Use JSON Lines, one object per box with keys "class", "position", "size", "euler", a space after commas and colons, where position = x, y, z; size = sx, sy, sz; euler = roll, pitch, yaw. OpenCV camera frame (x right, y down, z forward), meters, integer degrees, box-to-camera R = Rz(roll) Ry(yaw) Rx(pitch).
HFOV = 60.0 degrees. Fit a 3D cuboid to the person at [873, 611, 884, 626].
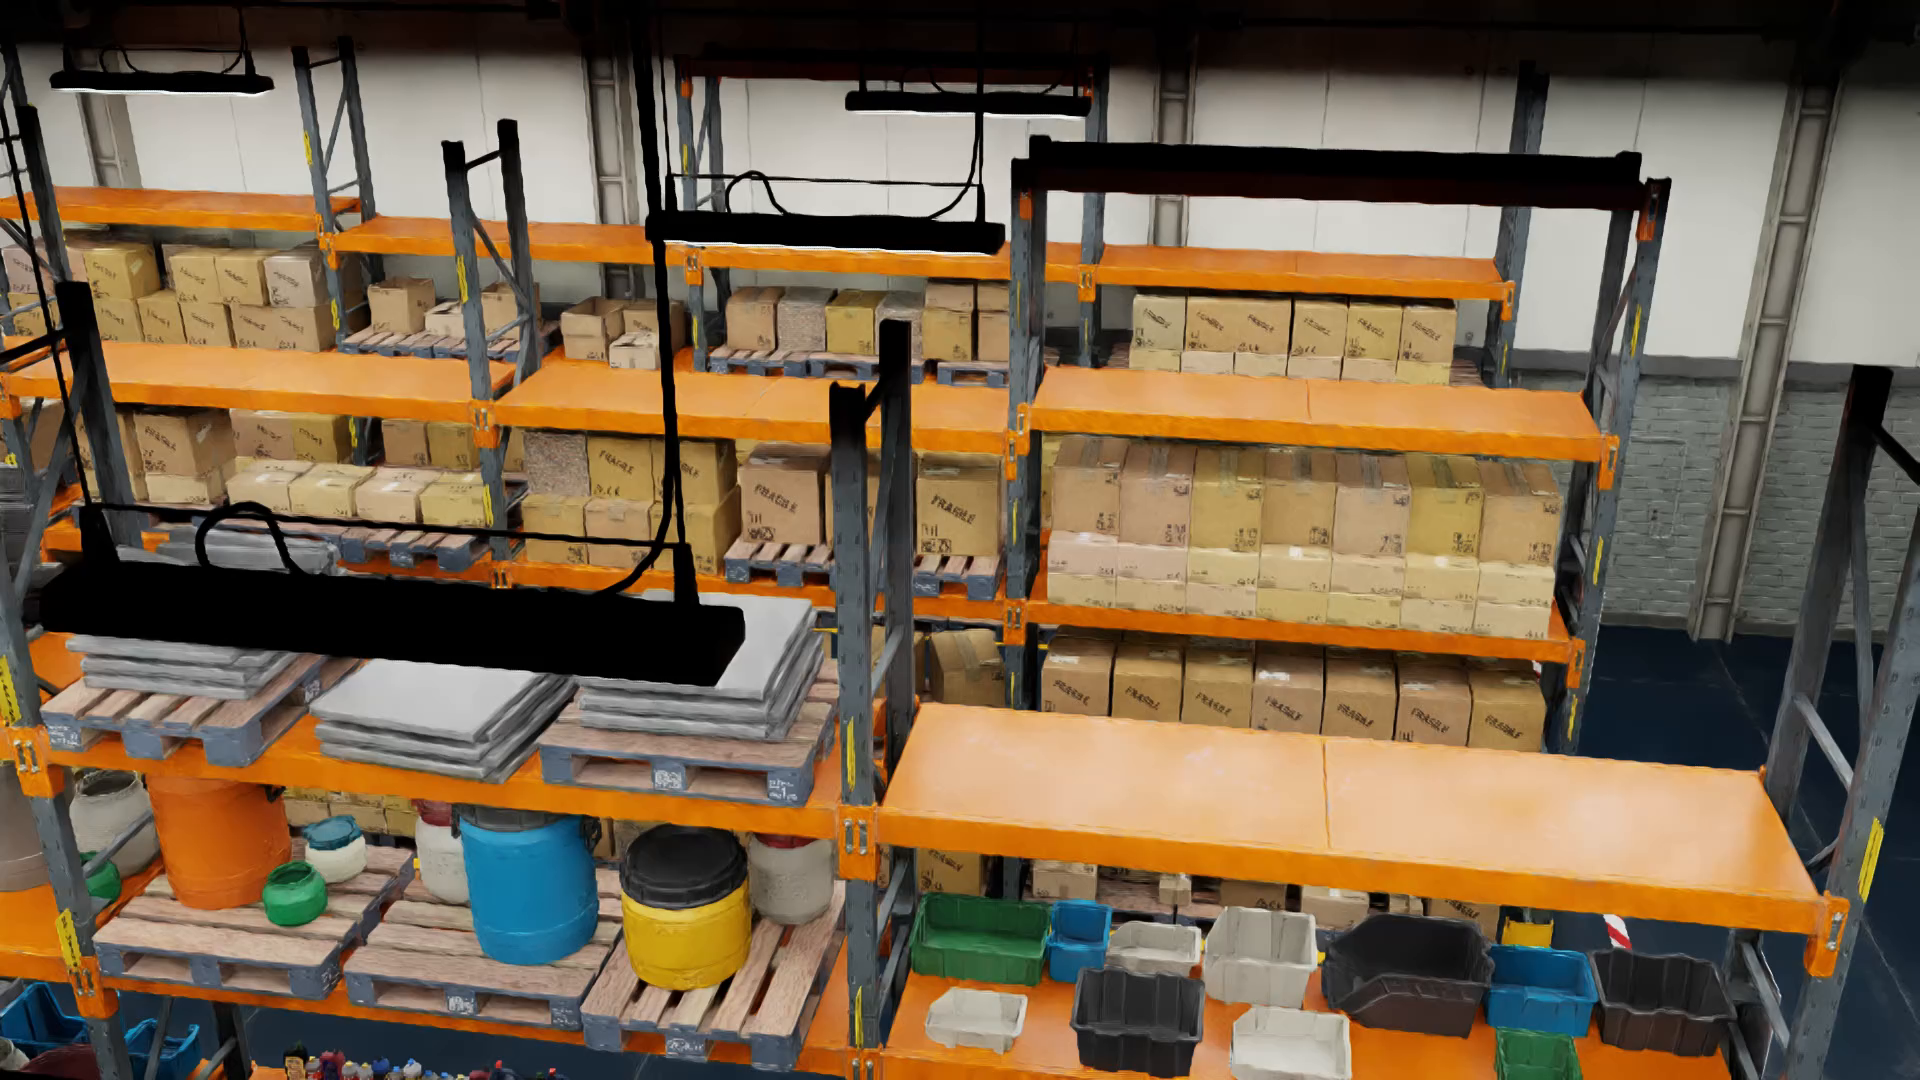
{"class": "person", "position": [-0.767, 1.339, 15.124], "size": [1.089, 1.587, 0.488], "euler": [3, 23, 7]}
